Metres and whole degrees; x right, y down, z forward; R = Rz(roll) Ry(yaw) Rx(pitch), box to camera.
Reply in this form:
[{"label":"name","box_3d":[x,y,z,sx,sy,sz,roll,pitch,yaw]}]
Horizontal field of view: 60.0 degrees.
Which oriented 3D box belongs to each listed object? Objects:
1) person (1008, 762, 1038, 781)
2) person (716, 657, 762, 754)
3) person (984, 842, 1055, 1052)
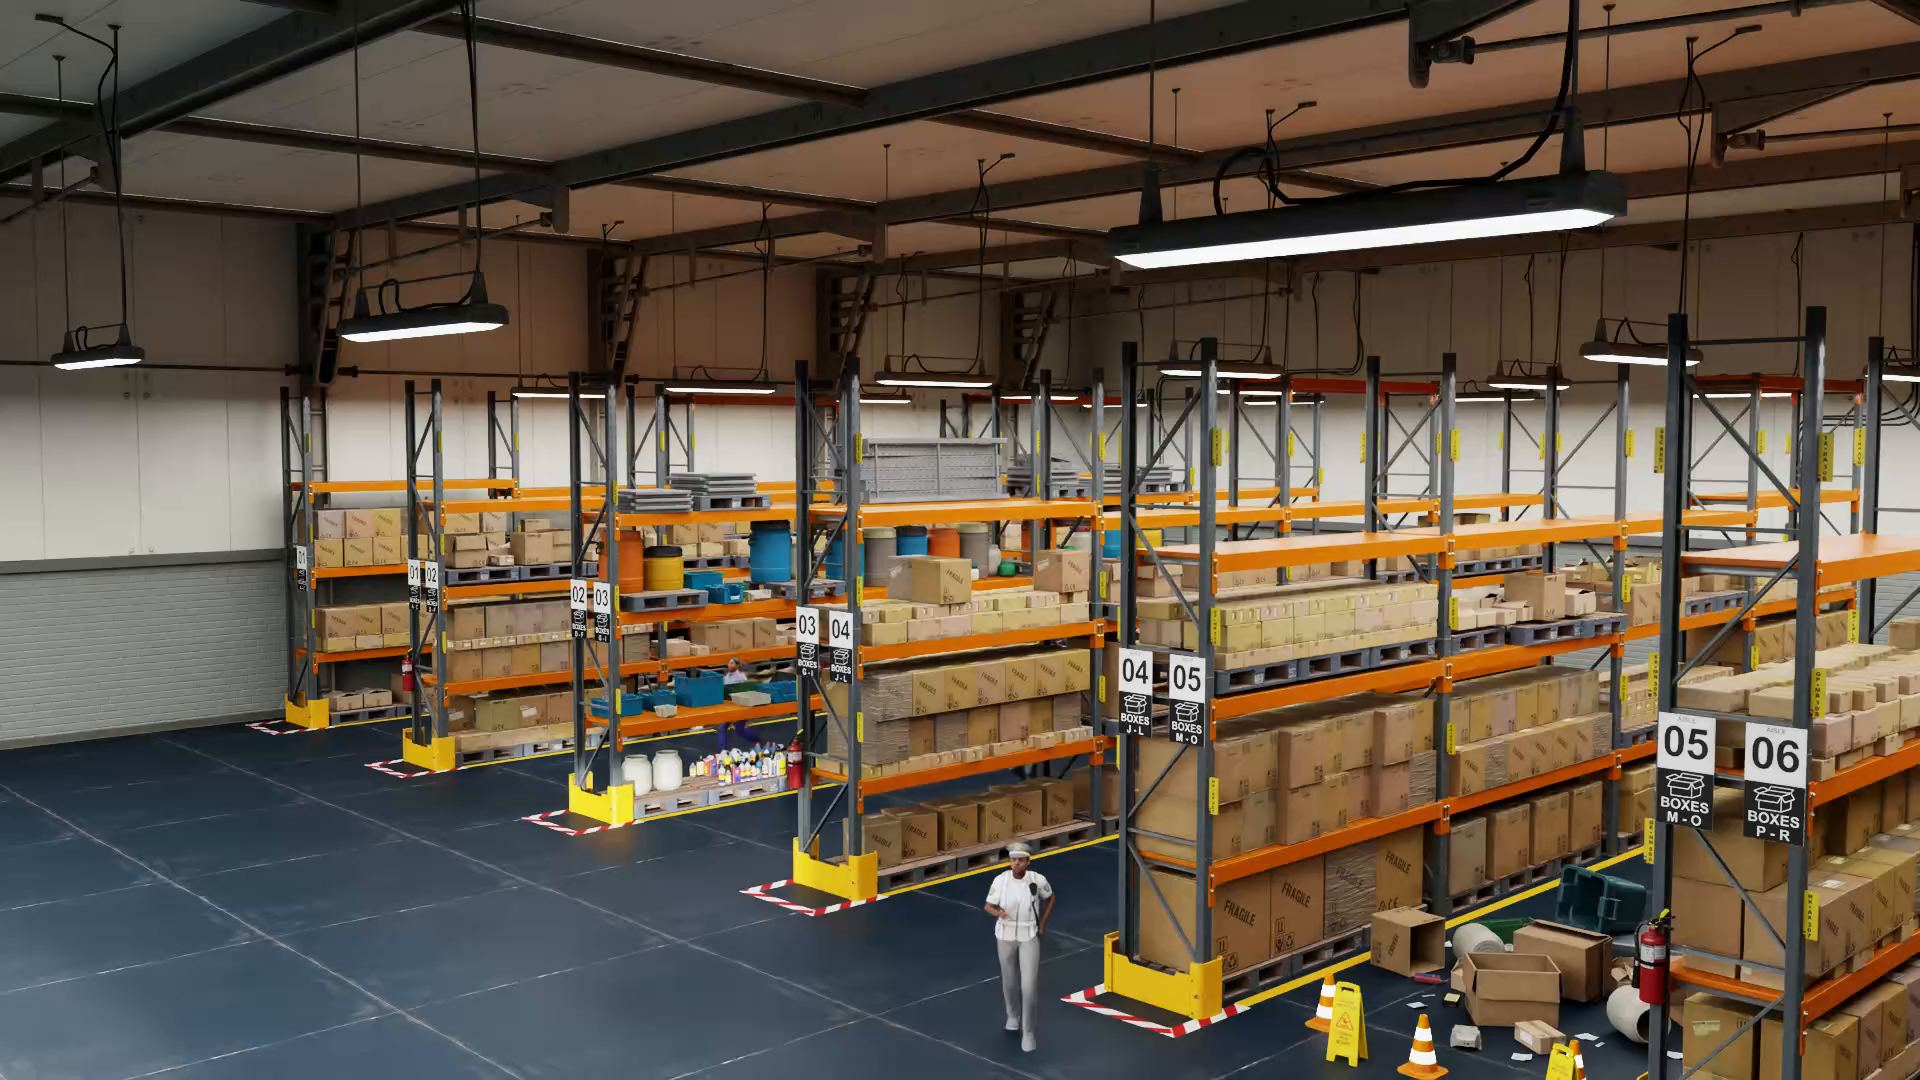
[{"label":"person","box_3d":[0.921,2.817,23.177,0.691,1.723,0.586,3,5,38]},{"label":"person","box_3d":[-3.570,2.656,26.319,0.615,1.624,0.918,3,5,42]},{"label":"person","box_3d":[0.494,3.427,14.115,0.577,1.758,0.664,1,4,11]}]
